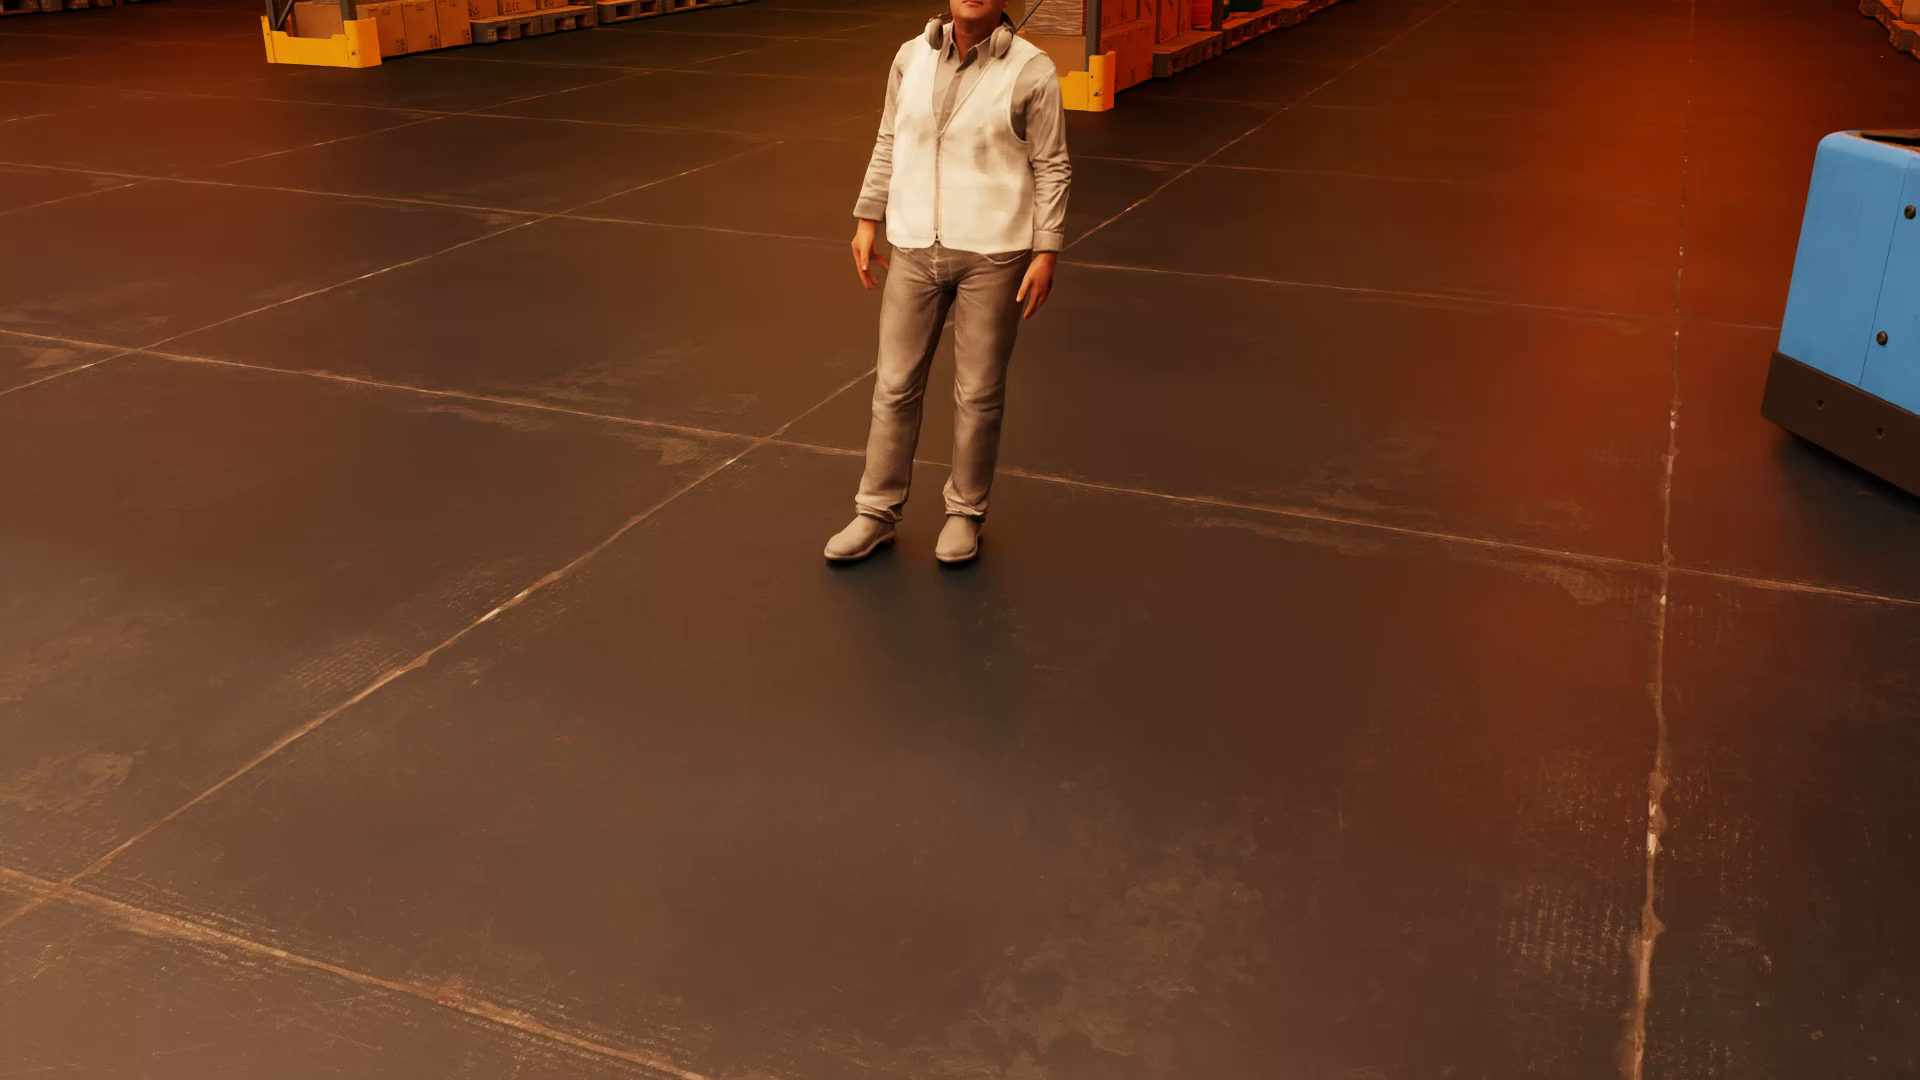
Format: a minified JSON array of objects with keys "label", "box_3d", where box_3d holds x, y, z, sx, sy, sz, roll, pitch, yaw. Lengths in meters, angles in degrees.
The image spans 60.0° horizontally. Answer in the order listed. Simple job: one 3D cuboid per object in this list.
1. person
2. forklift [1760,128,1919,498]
[{"label":"person","box_3d":[-0.031,-0.804,4.697,0.634,1.775,0.566,9,24,21]},{"label":"forklift","box_3d":[4.443,-1.656,5.255,3.031,2.935,1.130,-4,23,-9]}]
